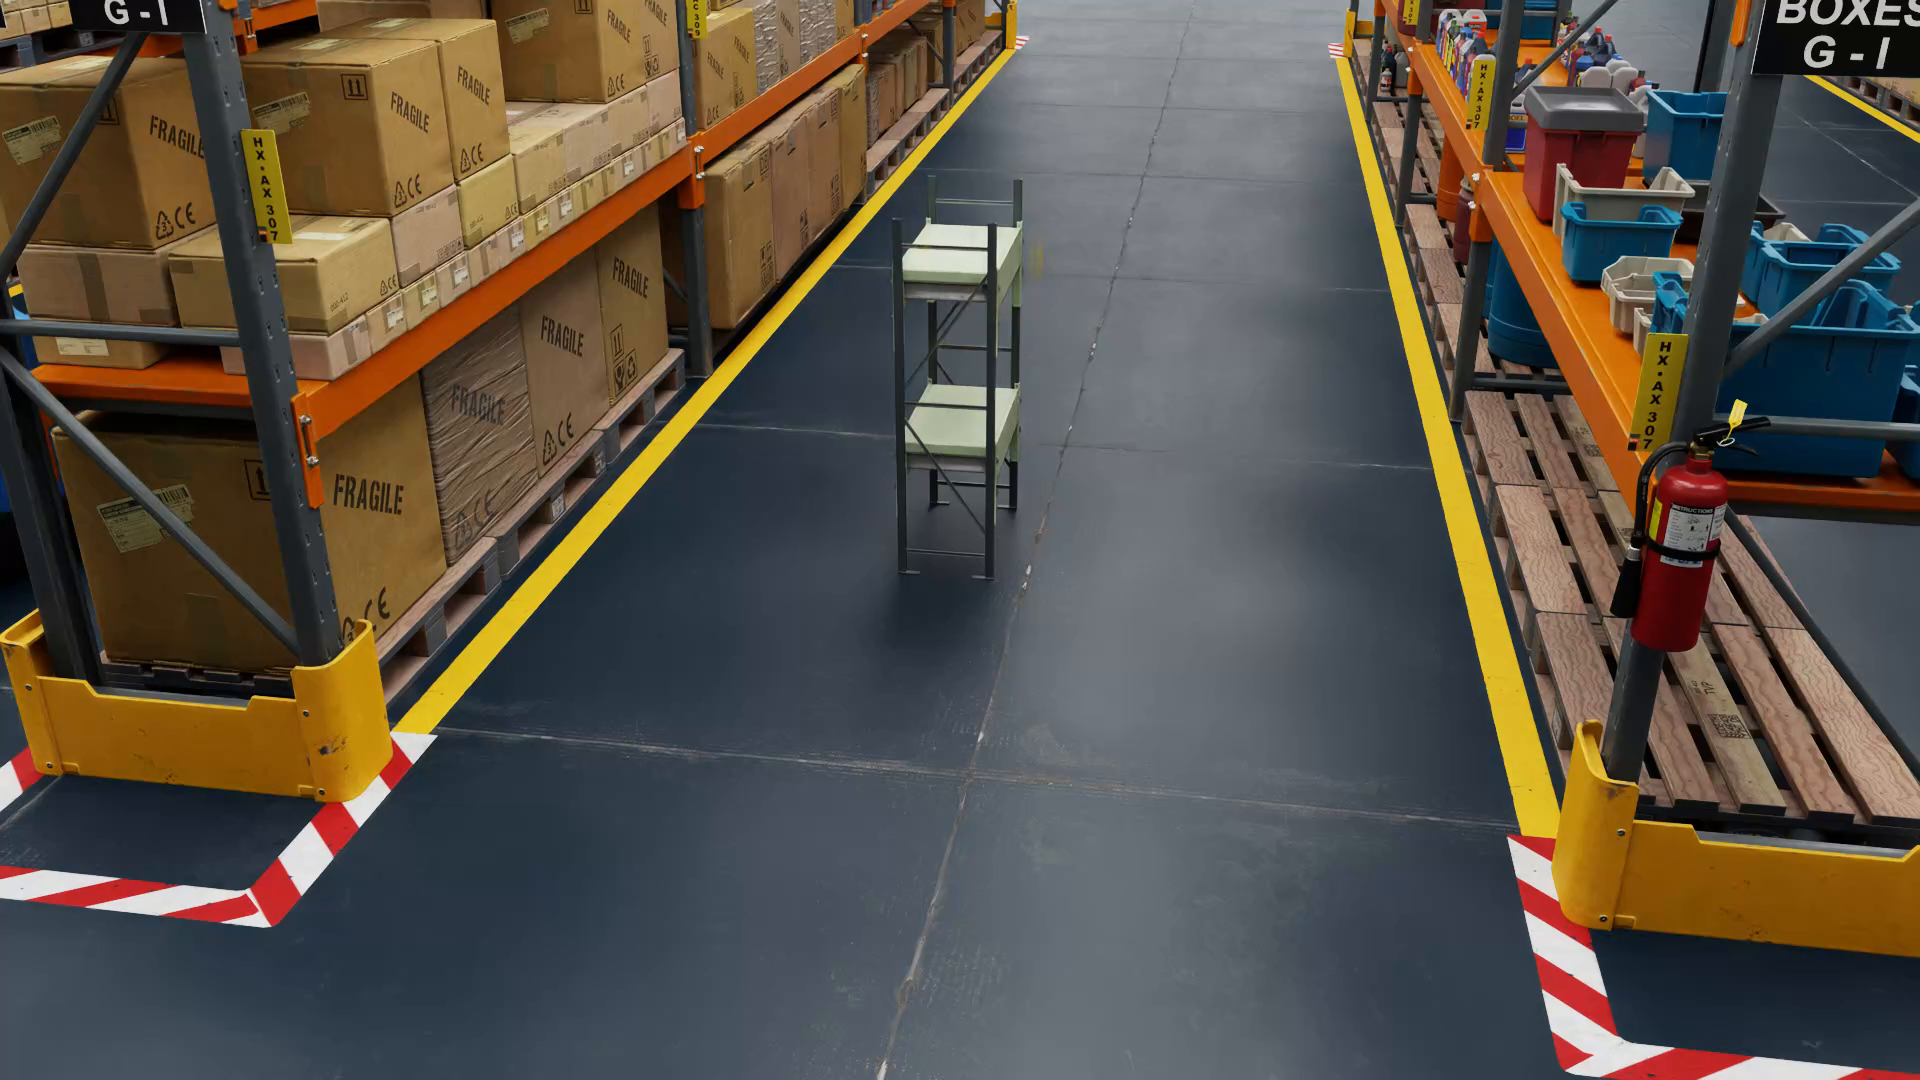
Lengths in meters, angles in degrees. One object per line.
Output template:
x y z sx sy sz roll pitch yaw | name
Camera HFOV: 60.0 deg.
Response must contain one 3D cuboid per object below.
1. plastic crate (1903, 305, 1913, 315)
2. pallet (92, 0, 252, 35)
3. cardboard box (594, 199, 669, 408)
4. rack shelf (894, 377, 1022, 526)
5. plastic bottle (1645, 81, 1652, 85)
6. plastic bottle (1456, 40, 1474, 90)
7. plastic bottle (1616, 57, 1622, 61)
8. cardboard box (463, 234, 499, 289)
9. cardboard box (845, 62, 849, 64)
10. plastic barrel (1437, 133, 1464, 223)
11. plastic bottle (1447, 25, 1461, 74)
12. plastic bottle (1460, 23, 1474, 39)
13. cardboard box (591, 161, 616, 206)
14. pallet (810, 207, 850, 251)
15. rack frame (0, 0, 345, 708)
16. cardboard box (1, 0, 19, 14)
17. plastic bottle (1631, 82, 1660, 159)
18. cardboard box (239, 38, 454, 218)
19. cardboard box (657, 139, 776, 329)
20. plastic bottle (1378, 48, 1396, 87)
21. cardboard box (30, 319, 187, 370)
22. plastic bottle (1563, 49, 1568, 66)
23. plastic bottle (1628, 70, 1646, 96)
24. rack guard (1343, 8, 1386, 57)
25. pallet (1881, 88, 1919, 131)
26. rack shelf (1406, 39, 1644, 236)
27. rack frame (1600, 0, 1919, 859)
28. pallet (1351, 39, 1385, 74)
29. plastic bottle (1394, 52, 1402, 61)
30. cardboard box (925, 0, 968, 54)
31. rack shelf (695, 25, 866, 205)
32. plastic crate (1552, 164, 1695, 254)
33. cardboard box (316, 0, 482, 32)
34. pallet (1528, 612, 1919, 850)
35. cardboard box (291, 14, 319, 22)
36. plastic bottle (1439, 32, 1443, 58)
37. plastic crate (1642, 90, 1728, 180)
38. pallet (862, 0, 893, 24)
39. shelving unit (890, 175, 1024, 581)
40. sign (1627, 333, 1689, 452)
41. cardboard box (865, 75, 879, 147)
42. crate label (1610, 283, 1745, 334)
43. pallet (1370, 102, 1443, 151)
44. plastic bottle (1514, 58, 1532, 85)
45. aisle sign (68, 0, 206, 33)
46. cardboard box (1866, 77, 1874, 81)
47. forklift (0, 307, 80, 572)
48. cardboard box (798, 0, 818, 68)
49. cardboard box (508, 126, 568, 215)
2.973 -0.676 5.396 0.250 0.136 0.298 4 25 9 | plastic crate
-6.105 -3.958 12.395 1.213 0.211 1.003 4 25 9 | pallet
-2.057 -1.249 8.391 0.875 0.875 0.875 4 25 9 | cardboard box
0.001 -0.387 7.076 0.431 0.370 0.720 4 25 9 | rack shelf
3.574 -2.257 8.686 0.097 0.271 0.097 0 25 0 | plastic bottle
3.054 -2.827 9.897 0.152 0.276 0.135 4 25 9 | plastic bottle
3.703 -2.588 9.393 0.097 0.271 0.097 0 25 0 | plastic bottle
-1.974 -1.061 6.274 0.380 0.149 0.250 4 25 7 | cardboard box
-1.137 -3.654 13.063 0.500 0.250 0.500 5 26 11 | cardboard box
3.607 -2.623 11.380 0.600 0.830 0.708 4 25 9 | plastic barrel
3.100 -3.067 10.402 0.061 0.283 0.133 4 25 9 | plastic bottle
3.219 -3.160 10.615 0.097 0.271 0.097 0 25 0 | plastic bottle
-1.765 -1.597 7.421 0.380 0.149 0.250 4 25 10 | cardboard box
-1.420 -2.377 12.080 1.003 0.211 1.213 4 25 9 | pallet
-2.524 -0.619 5.034 1.000 3.000 0.127 4 25 9 | rack frame
-6.105 -3.347 10.312 0.380 0.149 0.250 3 25 6 | cardboard box
3.400 -2.068 8.188 0.144 0.351 0.185 4 25 9 | plastic bottle
-2.097 -1.416 5.679 0.500 0.500 0.500 3 25 7 | cardboard box
-1.785 -1.789 9.544 1.225 0.875 0.875 4 25 9 | cardboard box
4.145 -4.583 16.109 0.144 0.351 0.185 3 25 7 | plastic bottle
-2.791 -0.677 5.454 0.380 0.149 0.250 5 25 10 | cardboard box
3.934 -3.149 10.673 0.097 0.201 0.097 0 25 0 | plastic bottle
3.642 -2.391 8.958 0.061 0.283 0.133 4 25 9 | plastic bottle
5.011 -5.800 19.052 1.175 0.500 0.348 4 25 9 | rack guard
9.381 -4.017 15.582 1.003 0.211 1.213 4 25 9 | pallet
3.343 -2.459 9.814 1.077 0.370 4.000 4 25 9 | rack shelf
2.363 -0.276 4.301 1.000 3.000 0.127 4 25 9 | rack frame
4.873 -5.330 18.388 1.003 0.211 1.213 4 25 9 | pallet
4.326 -4.630 16.297 0.152 0.276 0.135 4 25 9 | plastic bottle
-0.212 -5.596 18.120 0.500 0.500 0.500 6 26 13 | cardboard box
-1.543 -2.802 10.548 1.077 0.370 4.000 4 25 9 | rack shelf
2.585 -1.296 6.550 0.437 0.282 0.530 4 25 9 | plastic crate
-2.369 -2.092 7.123 0.500 0.500 0.500 3 25 7 | cardboard box
2.536 0.645 5.623 1.003 0.211 1.213 4 25 9 | pallet
-5.614 -4.526 15.539 1.050 0.750 0.750 4 25 9 | cardboard box
3.218 -3.286 10.966 0.097 0.201 0.097 0 25 0 | plastic bottle
3.276 -1.750 7.398 0.392 0.384 0.575 4 25 9 | plastic crate
-1.205 -4.183 12.875 1.213 0.211 1.003 4 25 9 | pallet
0.001 -0.682 6.938 0.431 1.500 0.755 4 25 9 | shelving unit
1.817 -0.381 4.333 0.100 0.325 0.005 4 25 9 | sign
-1.049 -3.546 13.718 0.700 0.500 0.500 2 25 4 | cardboard box
2.400 -0.775 5.609 0.396 0.136 0.243 4 25 9 | crate label
4.234 -3.700 14.907 1.003 0.211 1.213 4 25 9 | pallet
3.016 -2.401 8.899 0.144 0.351 0.185 4 25 9 | plastic bottle
-2.240 -1.745 4.374 0.394 0.787 0.004 4 25 9 | aisle sign
9.310 -4.732 16.568 0.500 0.250 0.500 4 25 9 | cardboard box
-5.089 -1.546 7.096 1.130 2.935 3.031 -23 33 -40 | forklift
-1.222 -3.361 10.774 0.500 0.500 0.500 3 25 7 | cardboard box
-1.935 -1.514 6.772 0.500 0.250 0.500 4 25 7 | cardboard box
